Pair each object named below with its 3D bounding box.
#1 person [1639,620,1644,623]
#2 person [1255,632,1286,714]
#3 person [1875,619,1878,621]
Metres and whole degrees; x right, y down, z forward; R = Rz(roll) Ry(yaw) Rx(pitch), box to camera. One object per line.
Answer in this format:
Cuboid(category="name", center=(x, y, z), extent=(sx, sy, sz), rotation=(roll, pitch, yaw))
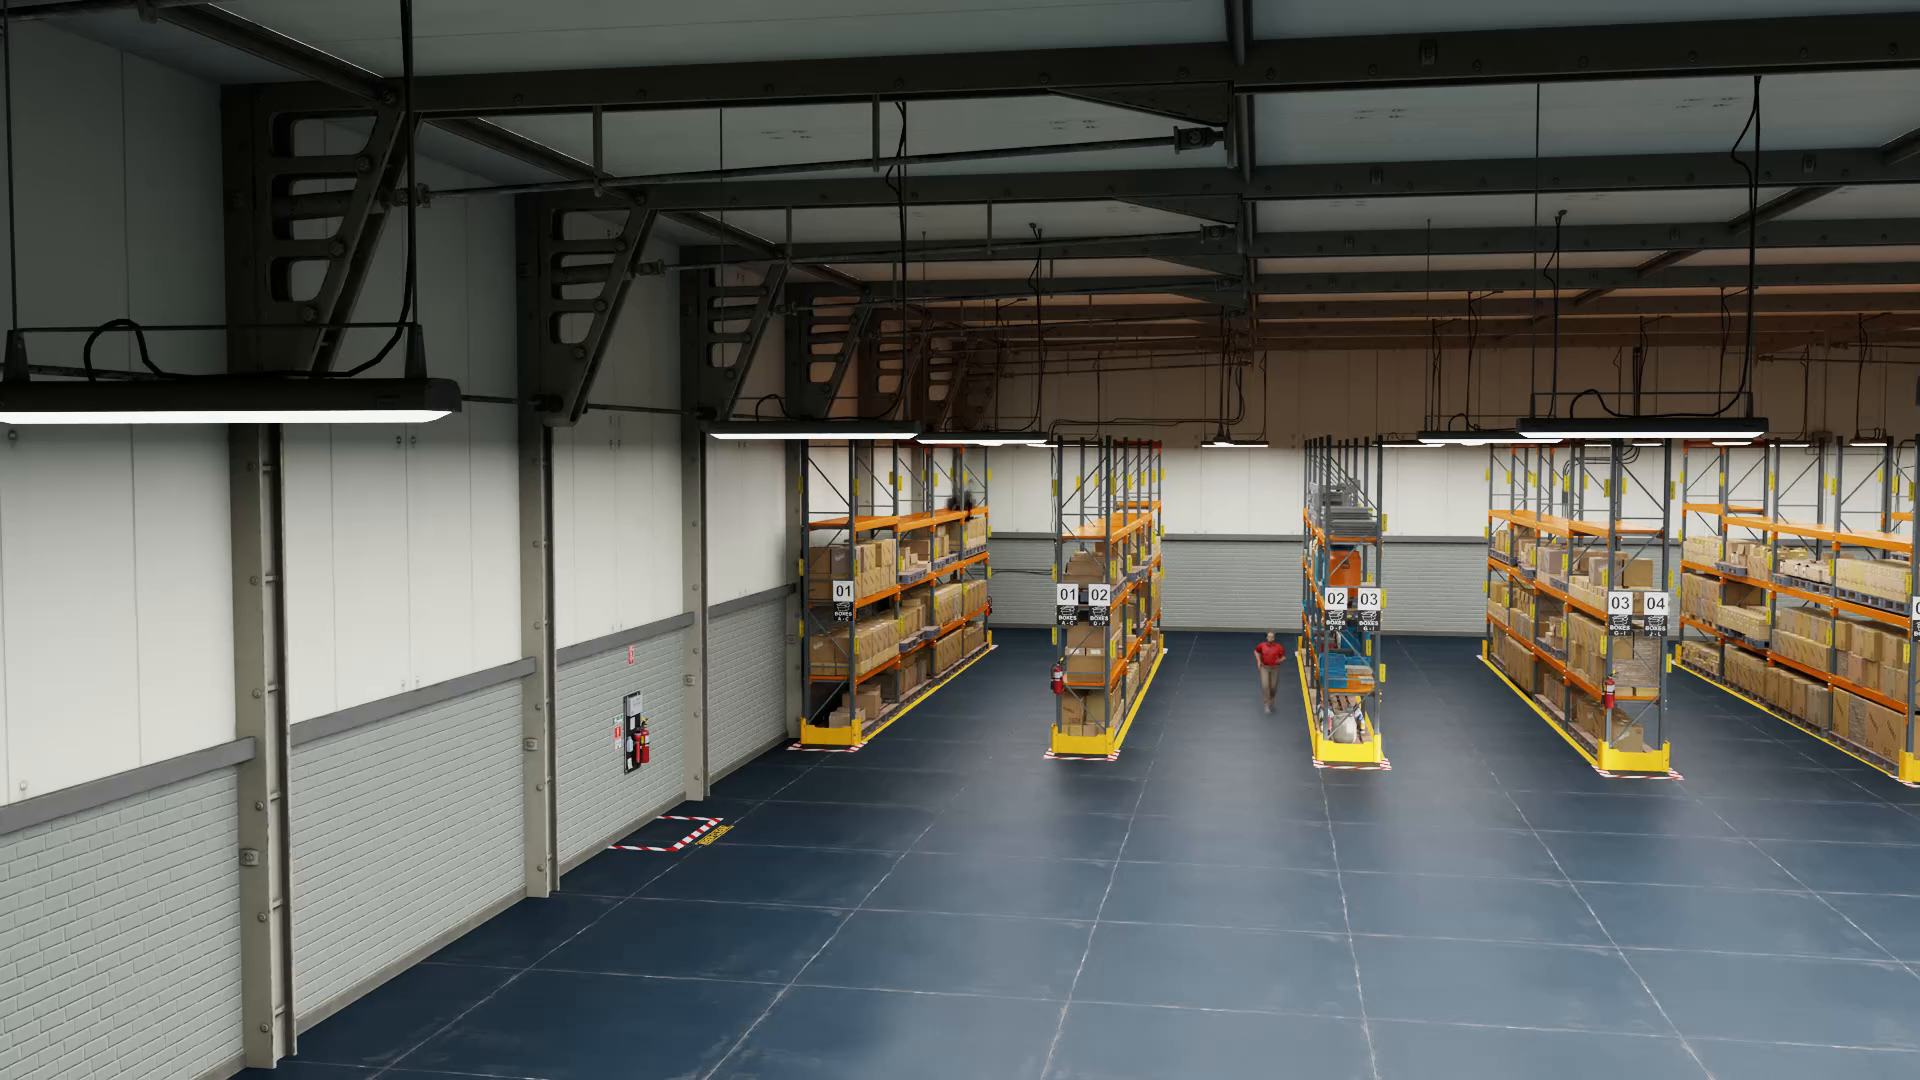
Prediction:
Cuboid(category="person", center=(17.762, 2.631, 43.074), extent=(0.655, 1.620, 0.951), rotation=(1, 3, 10))
Cuboid(category="person", center=(6.804, 2.887, 36.481), extent=(0.662, 1.745, 0.975), rotation=(0, 3, 8))
Cuboid(category="person", center=(24.889, 2.450, 44.965), extent=(0.581, 1.691, 0.807), rotation=(1, 3, 19))
